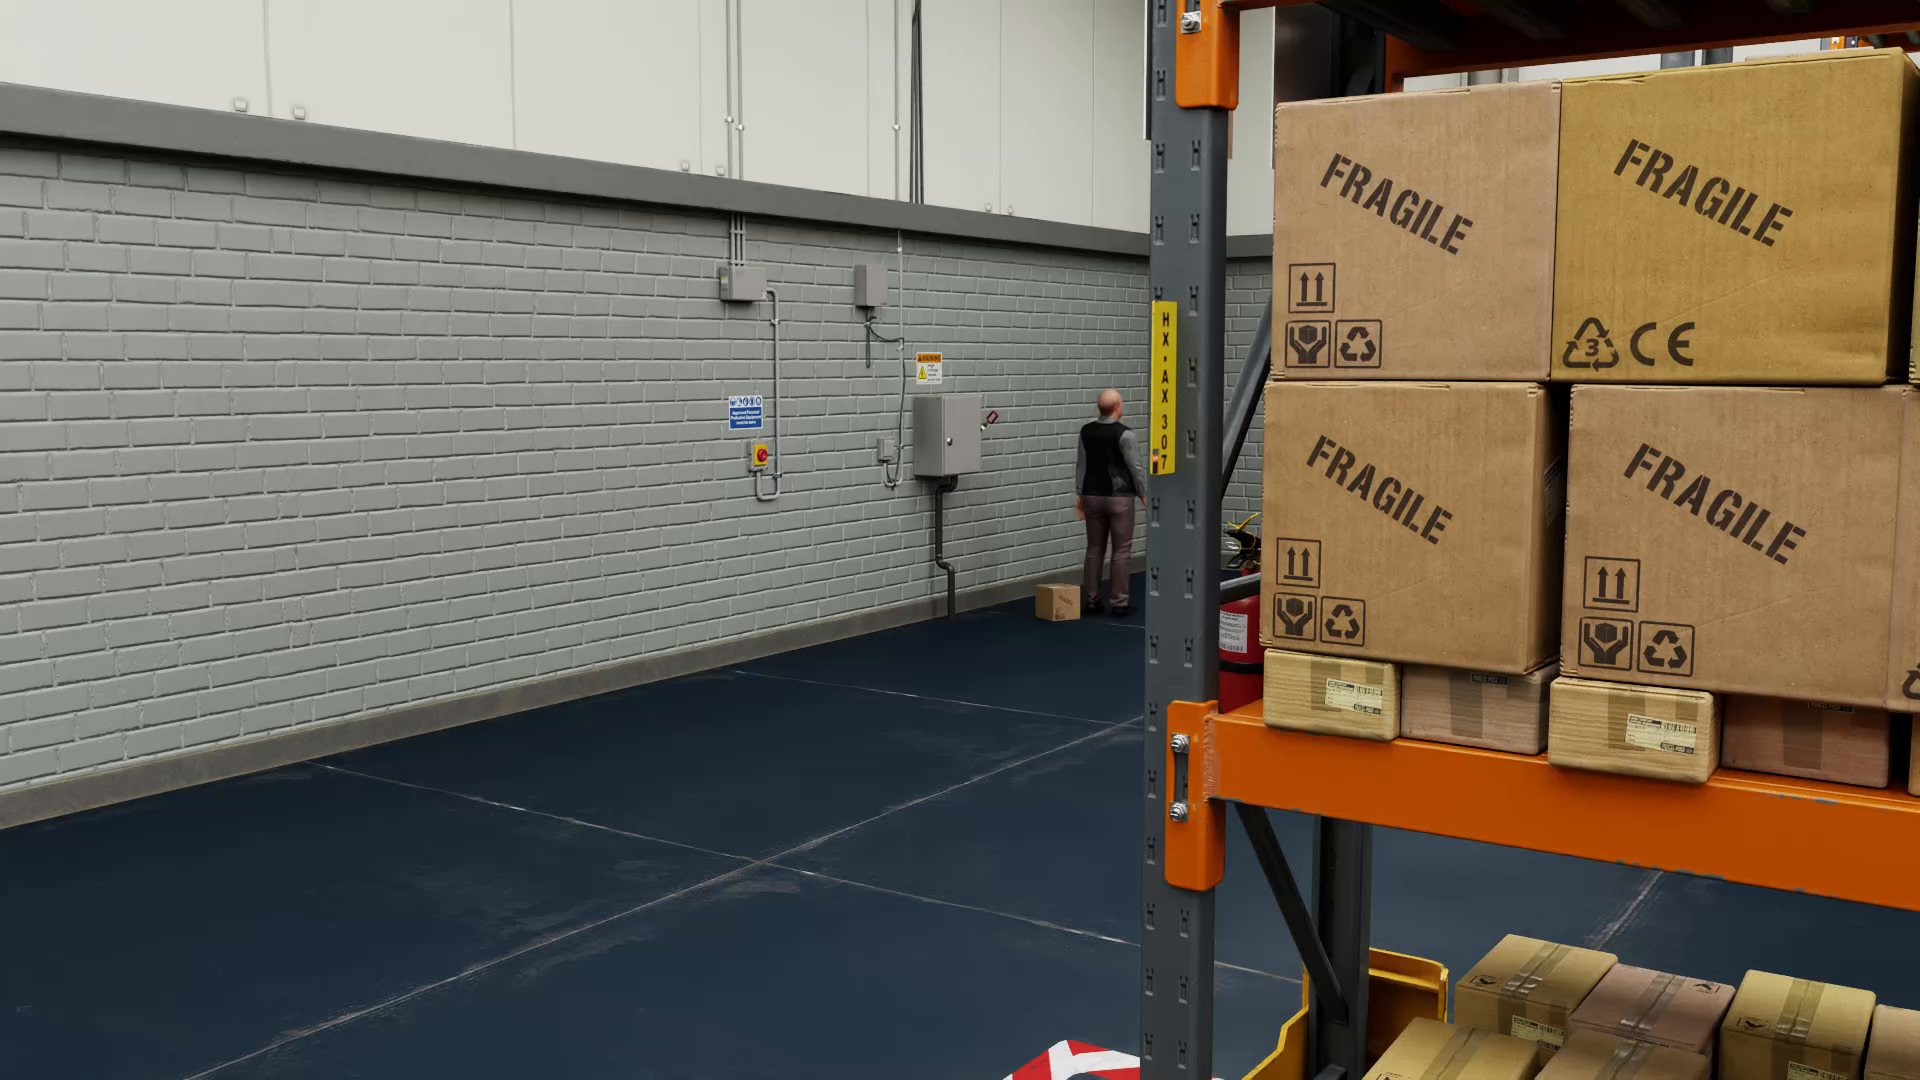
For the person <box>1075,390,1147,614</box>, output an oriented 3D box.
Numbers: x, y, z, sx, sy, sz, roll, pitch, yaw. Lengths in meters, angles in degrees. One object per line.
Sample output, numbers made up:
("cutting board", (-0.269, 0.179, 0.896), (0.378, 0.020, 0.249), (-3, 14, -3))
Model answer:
("person", (1.186, -0.278, 12.836), (0.569, 1.760, 0.437), (5, 8, 36))
